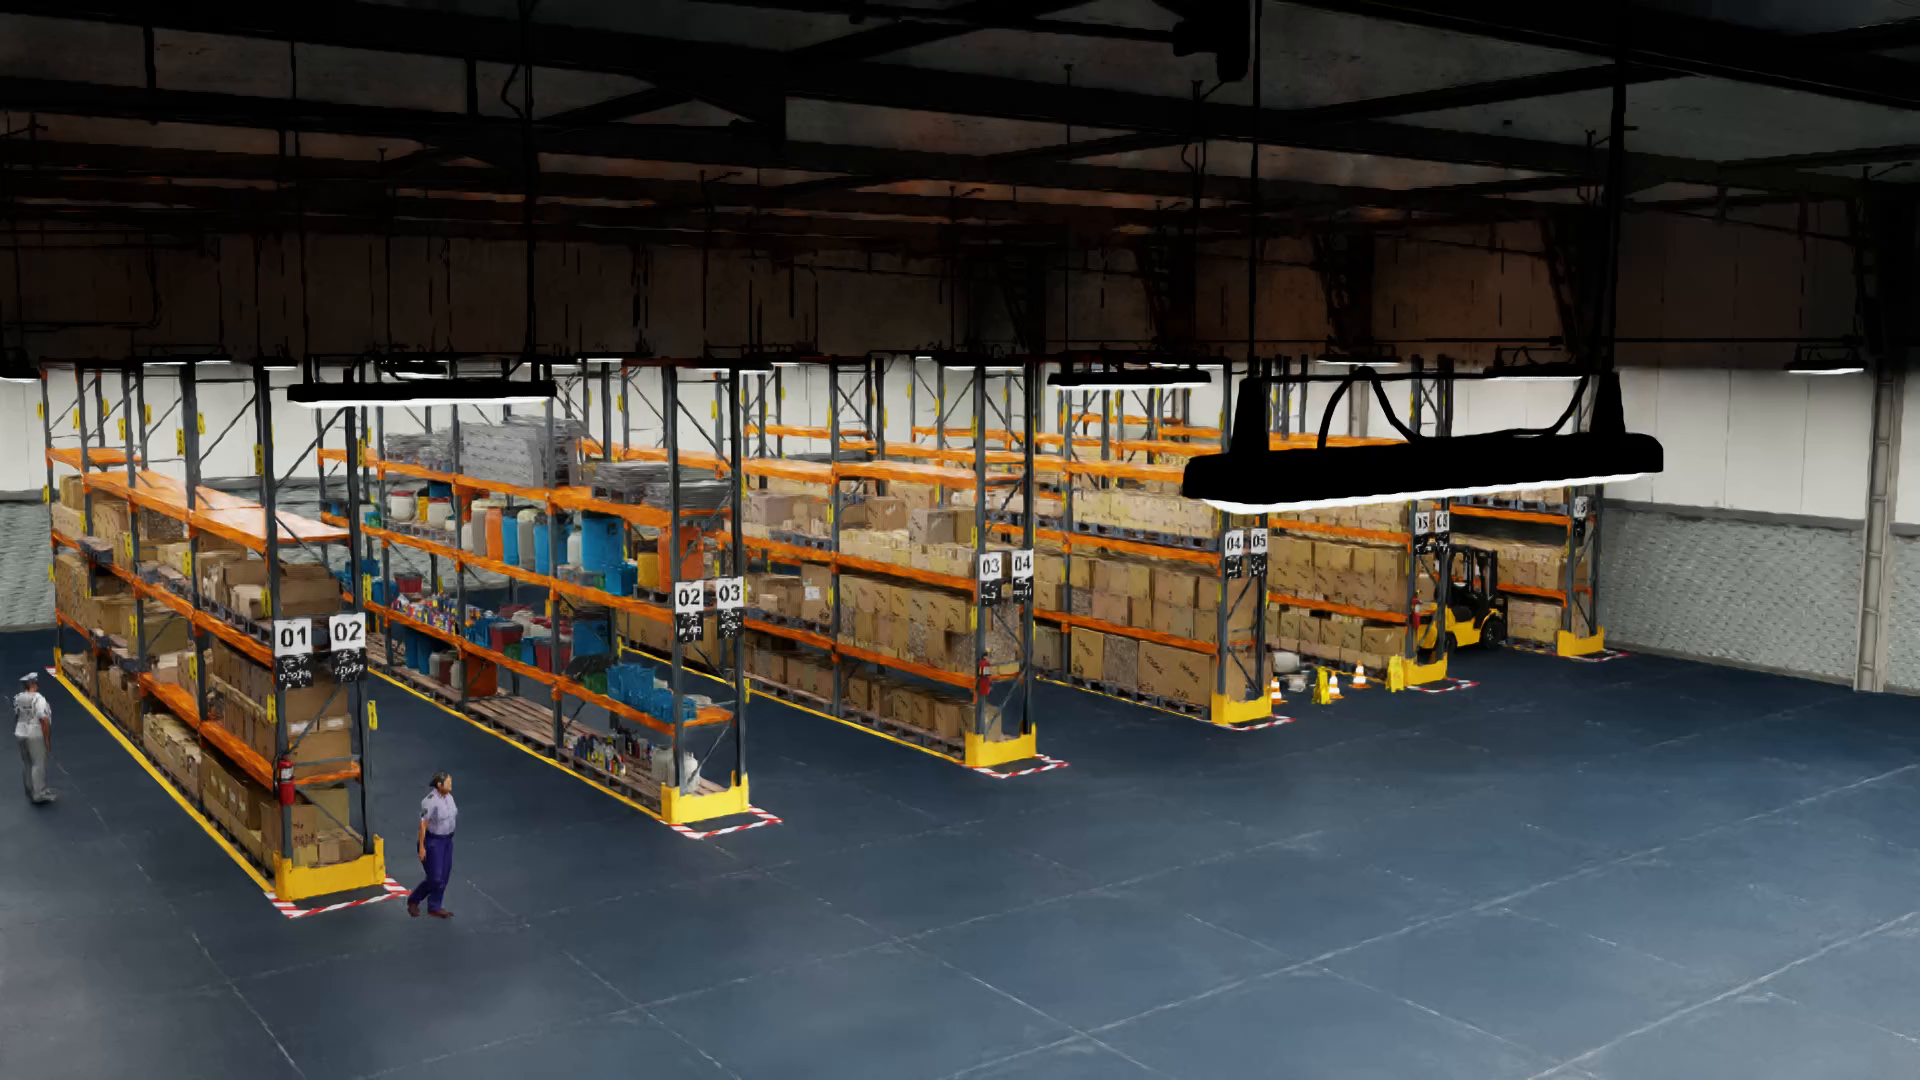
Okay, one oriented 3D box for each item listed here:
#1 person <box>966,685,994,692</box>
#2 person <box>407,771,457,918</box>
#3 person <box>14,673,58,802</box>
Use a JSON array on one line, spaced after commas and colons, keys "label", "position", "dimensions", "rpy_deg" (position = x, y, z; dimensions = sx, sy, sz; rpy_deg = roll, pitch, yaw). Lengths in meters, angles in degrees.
[{"label": "person", "position": [0.418, 1.876, 30.026], "dimensions": [0.729, 1.734, 0.546], "rpy_deg": [-5, 9, -38]}, {"label": "person", "position": [-5.807, 3.345, 18.253], "dimensions": [0.522, 1.629, 0.556], "rpy_deg": [2, 7, 16]}, {"label": "person", "position": [-12.719, 2.704, 22.905], "dimensions": [0.593, 1.758, 0.476], "rpy_deg": [3, 8, 24]}]
